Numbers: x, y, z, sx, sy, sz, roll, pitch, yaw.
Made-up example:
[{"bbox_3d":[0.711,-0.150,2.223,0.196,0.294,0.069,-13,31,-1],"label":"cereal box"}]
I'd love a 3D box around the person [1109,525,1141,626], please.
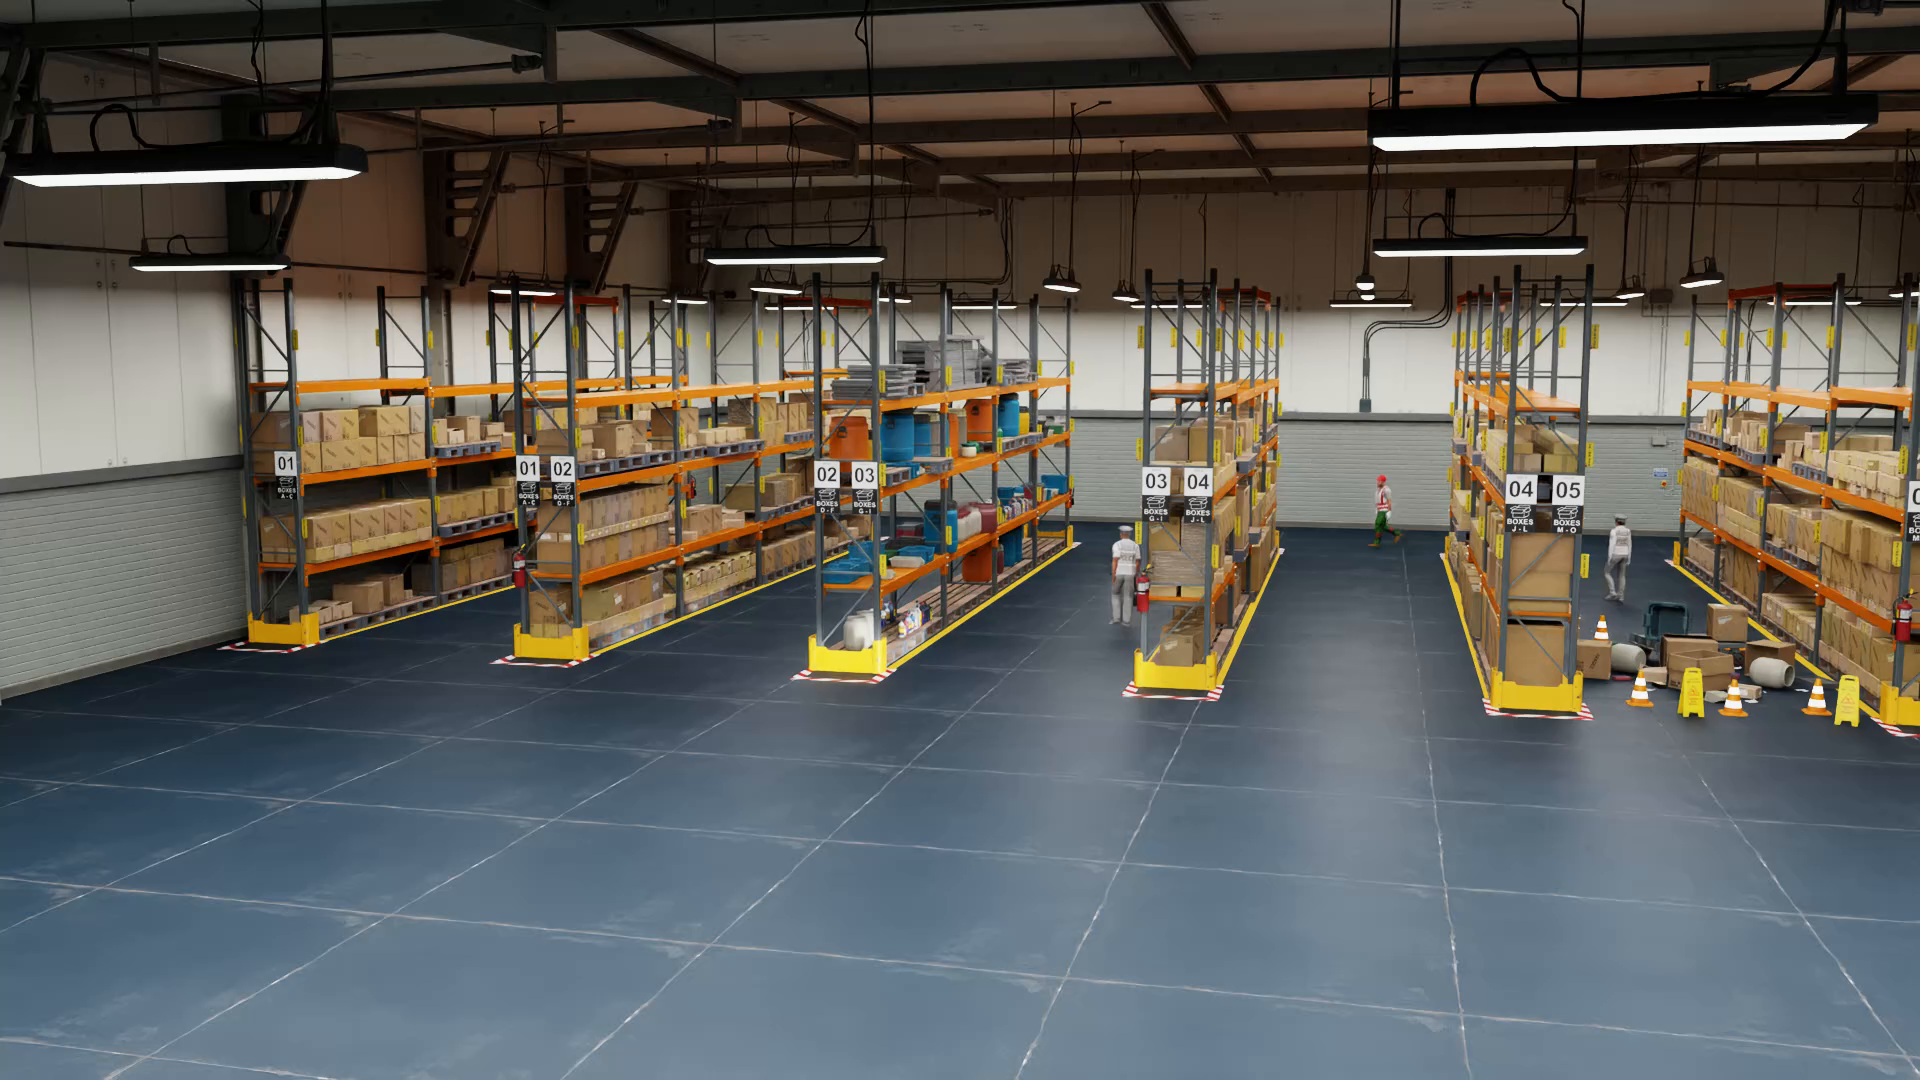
[{"bbox_3d":[2.912,0.656,29.257,0.538,1.798,0.688,0,7,1],"label":"person"}]

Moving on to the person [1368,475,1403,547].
[{"bbox_3d":[10.329,-0.705,40.341,0.929,1.756,0.534,-1,7,-6],"label":"person"}]

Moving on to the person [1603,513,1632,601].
[{"bbox_3d":[12.700,0.336,32.072,0.521,1.697,0.370,-2,7,-15],"label":"person"}]
